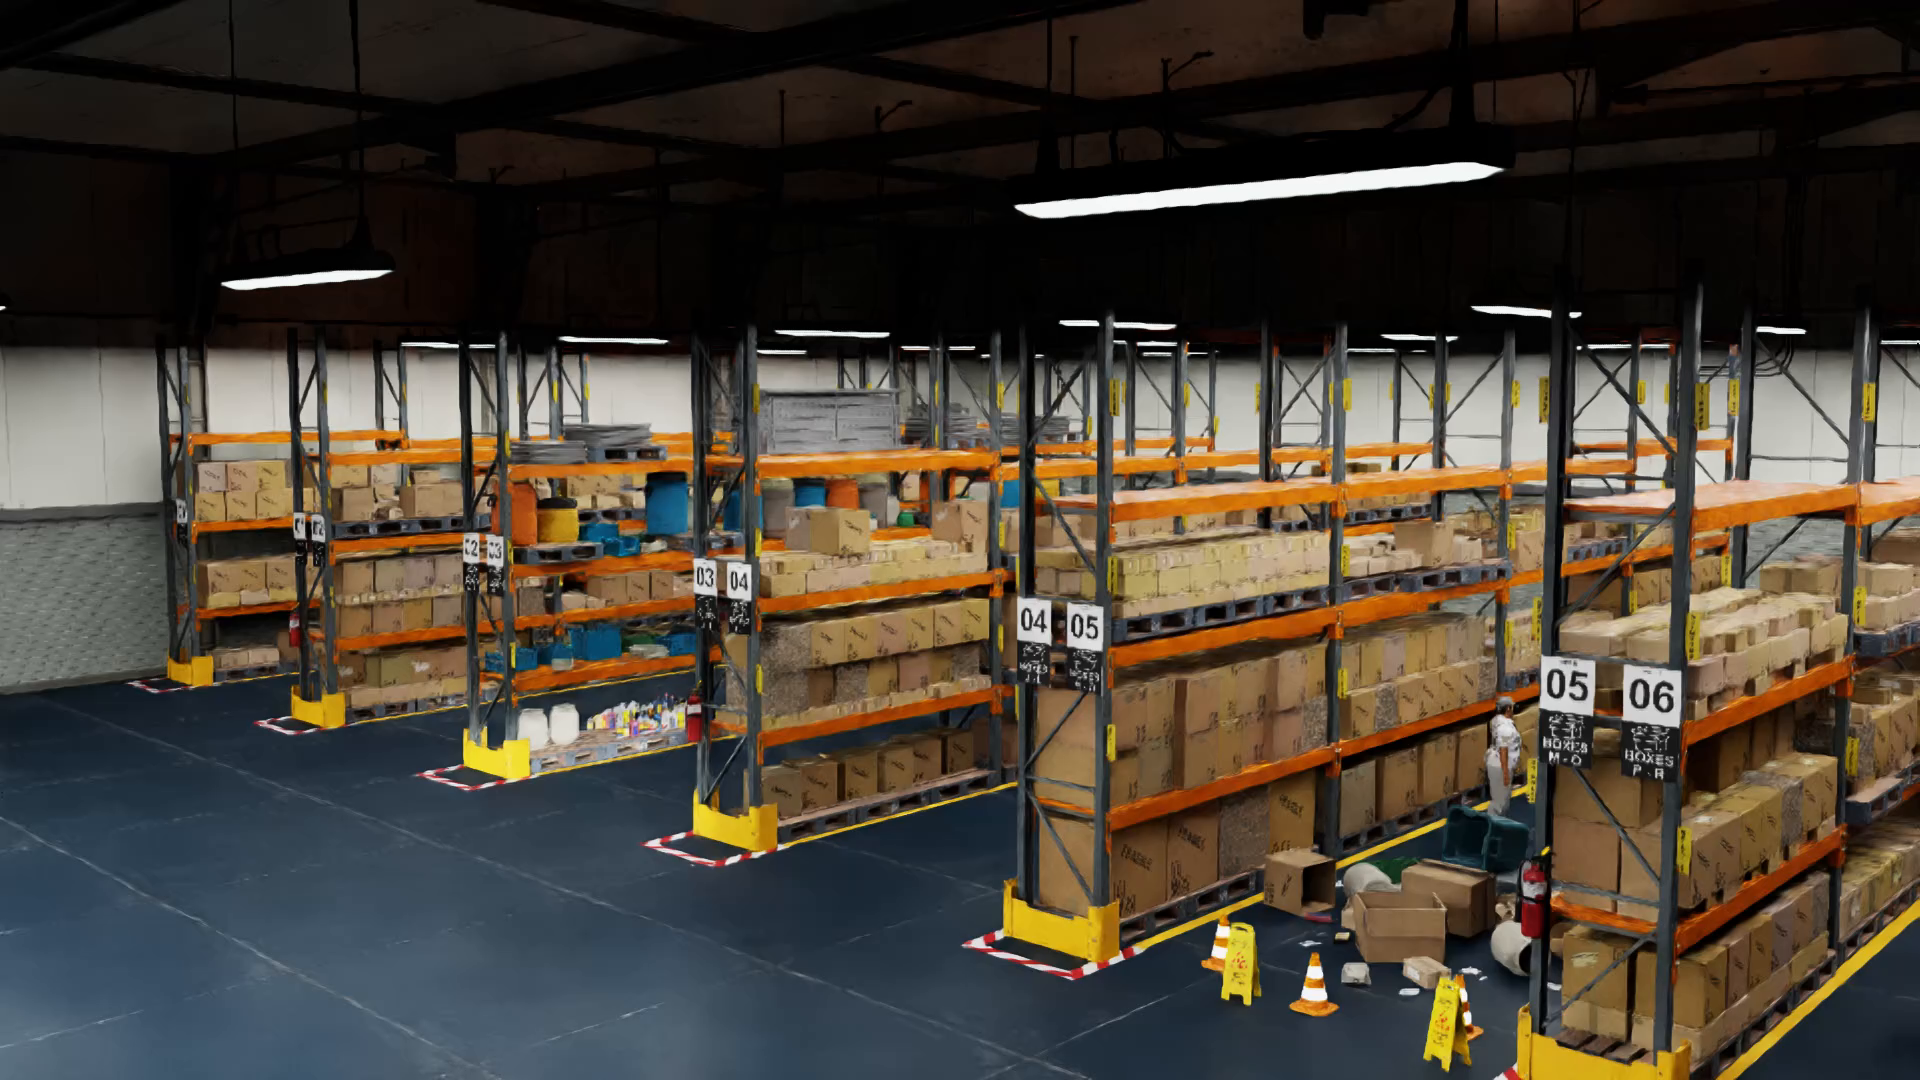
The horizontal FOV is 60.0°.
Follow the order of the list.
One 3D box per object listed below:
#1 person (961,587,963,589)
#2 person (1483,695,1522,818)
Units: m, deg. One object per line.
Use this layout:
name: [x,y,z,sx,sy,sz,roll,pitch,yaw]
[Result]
person: [0.191,1.402,31.566,0.598,1.619,0.507,5,7,41]
person: [6.125,2.573,18.705,0.449,1.668,0.530,1,6,13]
